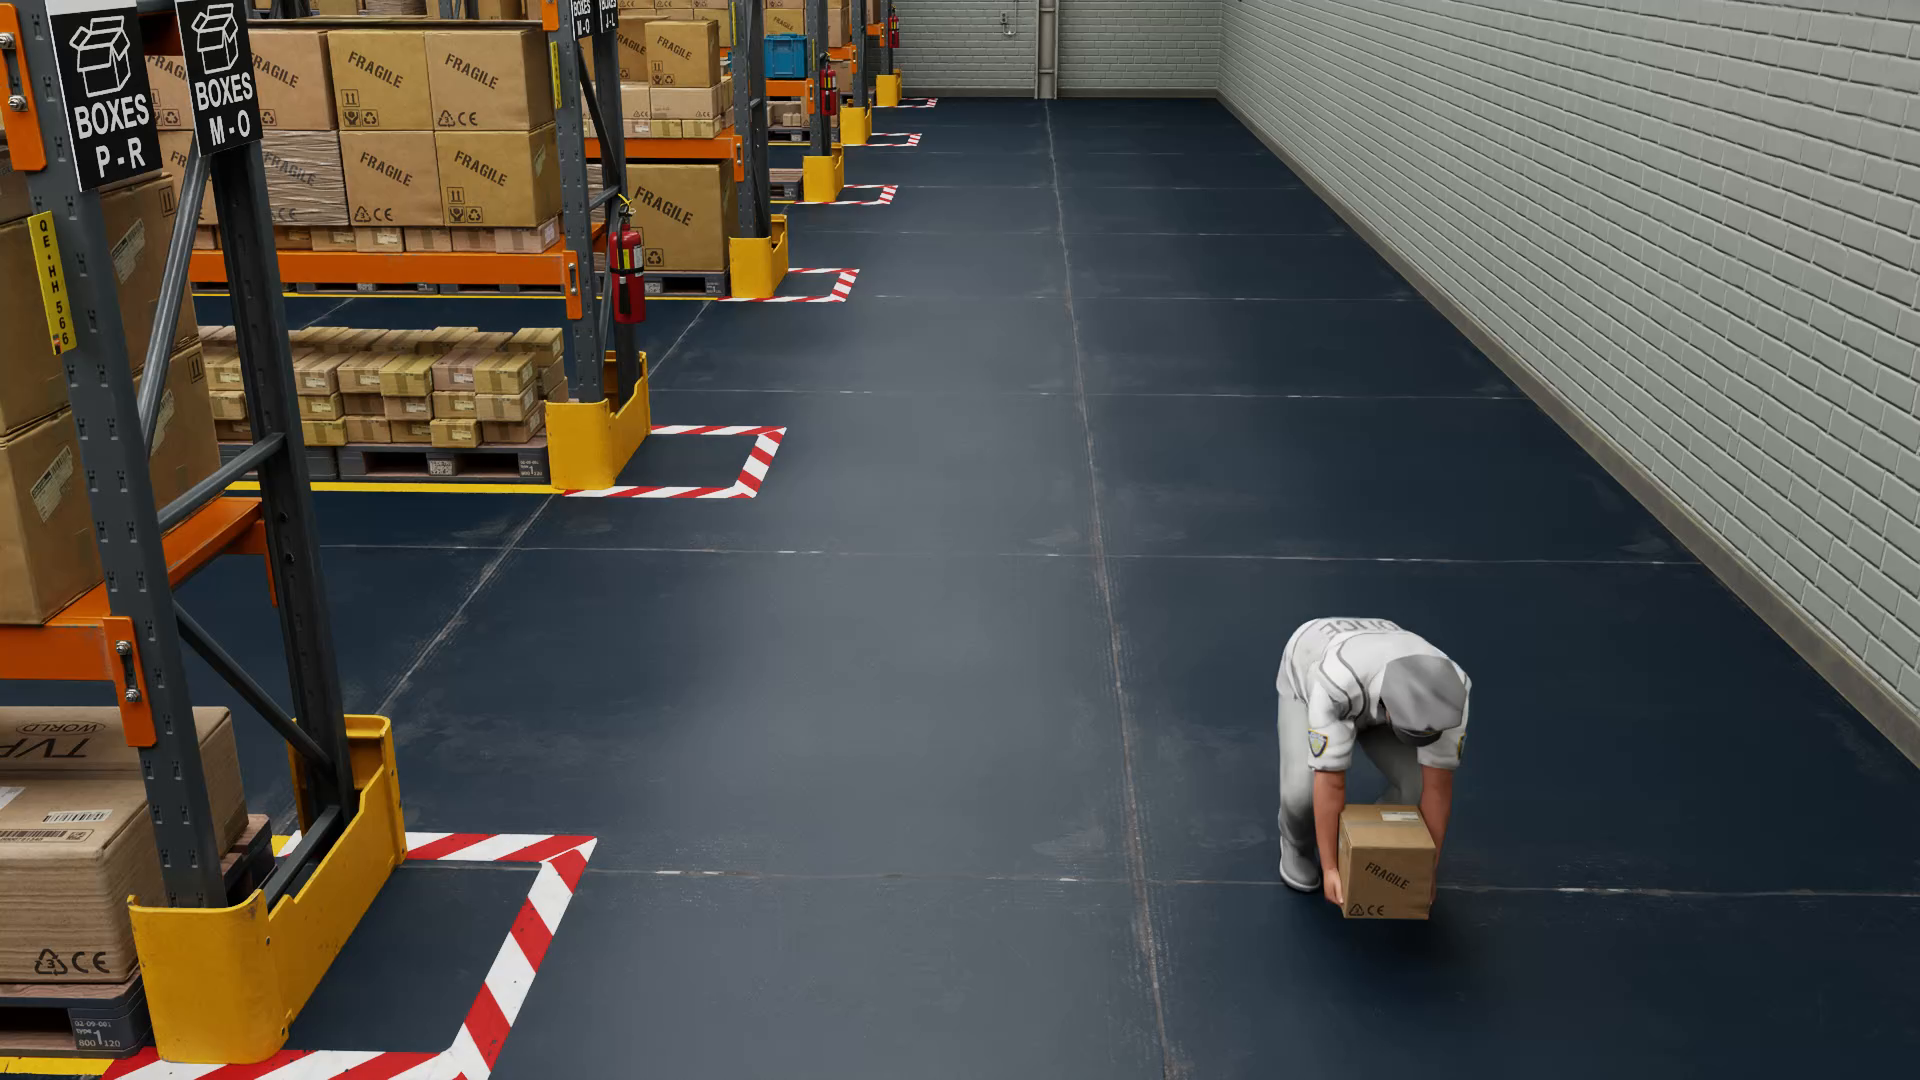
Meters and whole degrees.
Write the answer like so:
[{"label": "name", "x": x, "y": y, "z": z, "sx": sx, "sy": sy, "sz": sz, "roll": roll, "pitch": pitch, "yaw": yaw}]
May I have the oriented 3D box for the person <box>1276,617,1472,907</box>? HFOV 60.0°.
[{"label": "person", "x": 1.291, "y": 0.693, "z": 5.275, "sx": 0.539, "sy": 1.022, "sz": 1.002, "roll": 0, "pitch": 21, "yaw": 0}]
